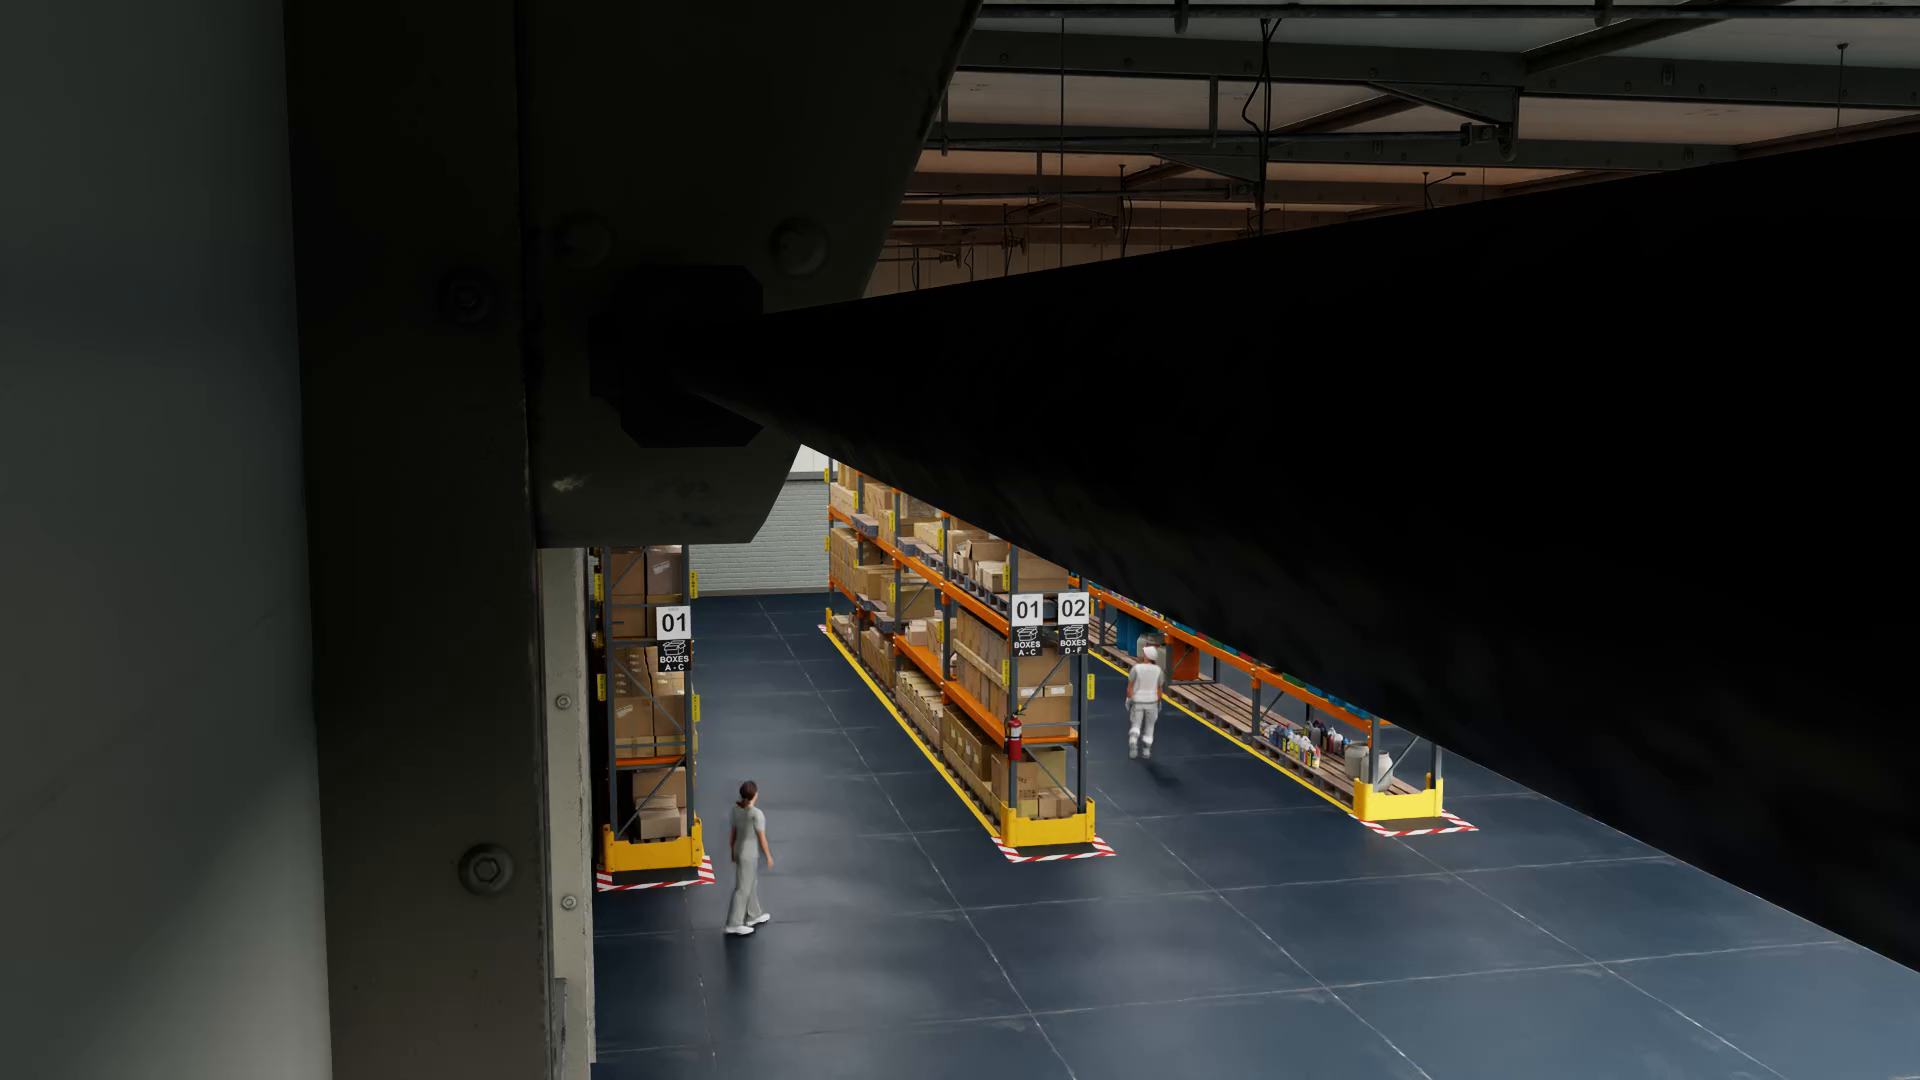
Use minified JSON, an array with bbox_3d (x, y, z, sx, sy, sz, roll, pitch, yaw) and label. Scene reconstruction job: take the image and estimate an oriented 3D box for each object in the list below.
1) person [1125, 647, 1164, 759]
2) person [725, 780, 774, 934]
[{"bbox_3d":[2.788,2.468,25.157,0.570,1.759,0.699,3,7,22],"label":"person"},{"bbox_3d":[-2.245,3.391,17.888,0.592,1.662,0.494,-4,8,-31],"label":"person"}]
